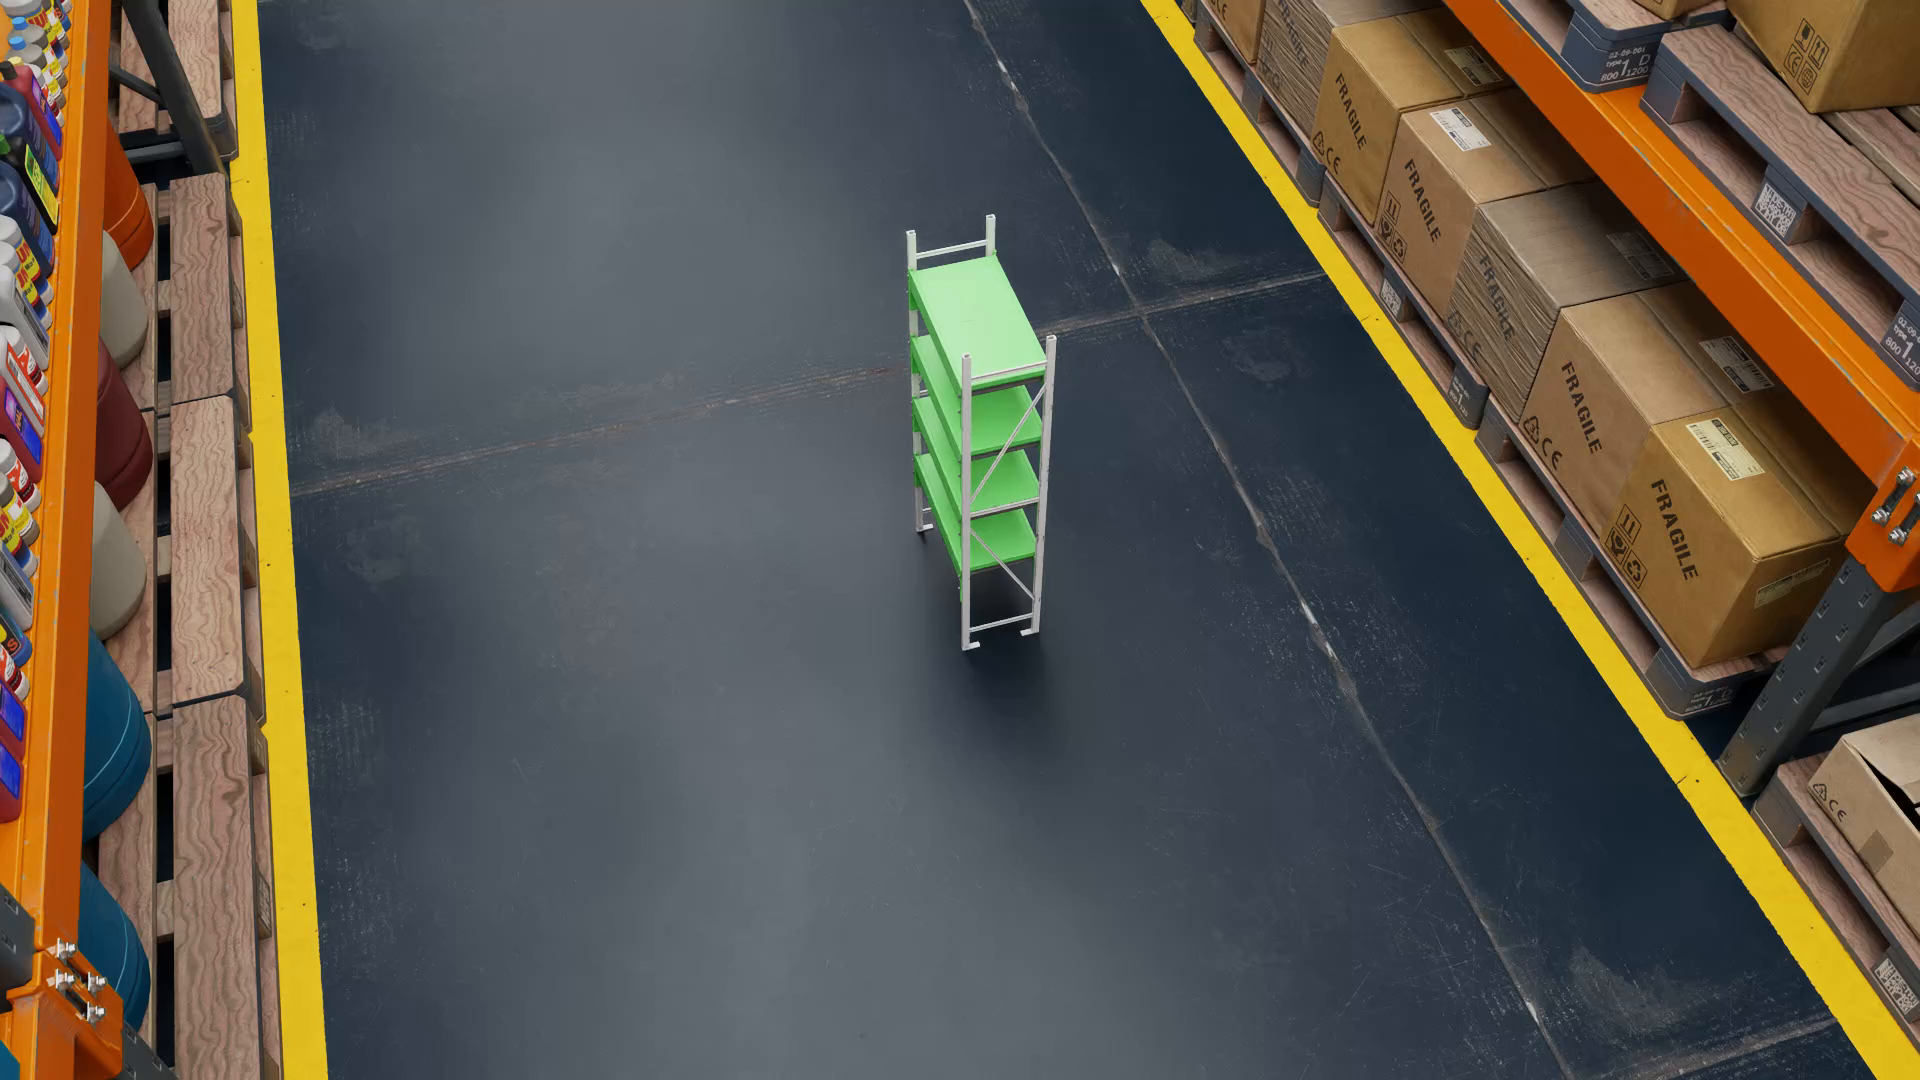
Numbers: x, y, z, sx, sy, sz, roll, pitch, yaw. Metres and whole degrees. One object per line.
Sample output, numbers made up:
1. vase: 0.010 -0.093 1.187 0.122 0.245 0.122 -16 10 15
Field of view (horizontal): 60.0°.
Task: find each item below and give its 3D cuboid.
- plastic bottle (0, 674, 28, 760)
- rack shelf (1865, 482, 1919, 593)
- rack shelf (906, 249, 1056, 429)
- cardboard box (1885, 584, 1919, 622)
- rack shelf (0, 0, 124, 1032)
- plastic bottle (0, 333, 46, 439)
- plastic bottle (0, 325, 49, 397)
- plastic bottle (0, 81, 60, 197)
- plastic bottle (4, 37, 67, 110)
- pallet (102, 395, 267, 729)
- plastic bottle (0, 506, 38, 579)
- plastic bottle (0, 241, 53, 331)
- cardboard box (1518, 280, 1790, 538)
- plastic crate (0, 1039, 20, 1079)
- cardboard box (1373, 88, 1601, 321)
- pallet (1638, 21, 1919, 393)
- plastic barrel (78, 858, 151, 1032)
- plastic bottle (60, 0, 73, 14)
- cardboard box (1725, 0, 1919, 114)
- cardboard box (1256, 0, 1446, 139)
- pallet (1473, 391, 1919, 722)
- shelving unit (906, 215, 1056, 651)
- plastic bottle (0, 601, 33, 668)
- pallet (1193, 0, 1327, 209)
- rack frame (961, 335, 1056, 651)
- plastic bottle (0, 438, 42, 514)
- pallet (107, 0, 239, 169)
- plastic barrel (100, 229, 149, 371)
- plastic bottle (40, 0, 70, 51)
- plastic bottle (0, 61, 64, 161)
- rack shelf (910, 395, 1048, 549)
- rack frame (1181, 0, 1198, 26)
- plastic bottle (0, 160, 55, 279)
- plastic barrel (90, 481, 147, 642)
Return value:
1. plastic bottle: -1.841 0.293 3.118 0.061 0.283 0.133 -13 51 -11
2. rack shelf: 3.224 1.292 2.669 1.077 0.370 4.000 -13 51 -11
3. rack shelf: 0.049 -0.534 4.371 0.258 0.148 0.480 -13 51 -11
4. cardboard box: 2.722 -0.145 4.758 0.500 0.500 0.500 -15 52 -13
5. rack shelf: -2.692 -0.512 4.190 1.077 0.370 4.000 -13 51 -11
6. plastic bottle: -2.147 -0.344 3.659 0.152 0.276 0.135 -13 51 -11
7. plastic bottle: -2.155 -0.411 3.764 0.097 0.201 0.097 0 50 0
8. plastic bottle: -2.411 -1.029 4.188 0.144 0.351 0.185 -13 51 -11
9. plastic bottle: -2.498 -1.258 4.479 0.097 0.201 0.097 0 50 0
10. pallet: -2.653 0.150 4.986 1.003 0.211 1.213 -13 51 -11
11. plastic bottle: -1.989 -0.024 3.393 0.097 0.271 0.097 0 50 0
12. plastic bottle: -2.224 -0.603 3.880 0.097 0.271 0.097 0 50 0
13. cardboard box: 2.075 -0.395 4.968 0.500 0.500 0.500 -13 51 -11
14. plastic crate: -1.636 0.966 2.445 0.392 0.384 0.575 -13 51 -11
15. cardboard box: 1.774 -1.132 5.590 0.500 0.500 0.500 -15 51 -12
16. pallet: 2.501 -0.947 4.212 1.003 0.211 1.213 -13 51 -11
17. plastic barrel: -2.245 0.856 3.664 0.600 0.901 0.708 -13 51 -11
18. plastic bottle: -2.642 -1.614 4.778 0.097 0.201 0.097 0 50 0
19. cardboard box: 2.442 -1.453 4.173 0.700 0.500 0.500 -6 50 -5
20. cardboard box: 1.472 -1.880 6.220 0.500 0.500 0.500 -15 51 -12
21. pallet: 2.356 -0.087 5.186 1.003 0.211 1.213 -13 51 -11
22. shelving unit: 0.049 -0.266 4.689 0.258 1.200 0.503 -13 51 -11
23. plastic bottle: -1.921 0.145 3.250 0.097 0.271 0.097 0 50 0
24. pallet: 1.634 -1.869 6.688 1.003 0.211 1.213 -13 51 -11
25. rack frame: 0.121 -0.088 4.539 0.240 1.200 0.015 -13 51 -11
26. plastic bottle: -2.047 -0.144 3.539 0.097 0.201 0.097 0 50 0
27. pallet: -3.475 -1.881 6.697 1.003 0.211 1.213 -13 51 -11
28. plastic barrel: -2.870 -0.793 5.309 0.421 0.512 0.421 0 50 0
29. plastic bottle: -2.585 -1.472 4.659 0.097 0.201 0.097 0 50 0
30. plastic bottle: -2.418 -1.133 4.320 0.061 0.283 0.133 -13 51 -11
31. rack shelf: 0.049 -0.225 4.738 0.258 0.148 0.480 -13 51 -11
32. rack frame: 1.450 -3.322 6.089 1.000 3.000 0.127 -13 51 -11
33. plastic bottle: -2.317 -0.797 3.992 0.144 0.351 0.185 -13 51 -11
34. plastic barrel: -2.536 0.032 4.613 0.421 0.512 0.421 0 50 0
